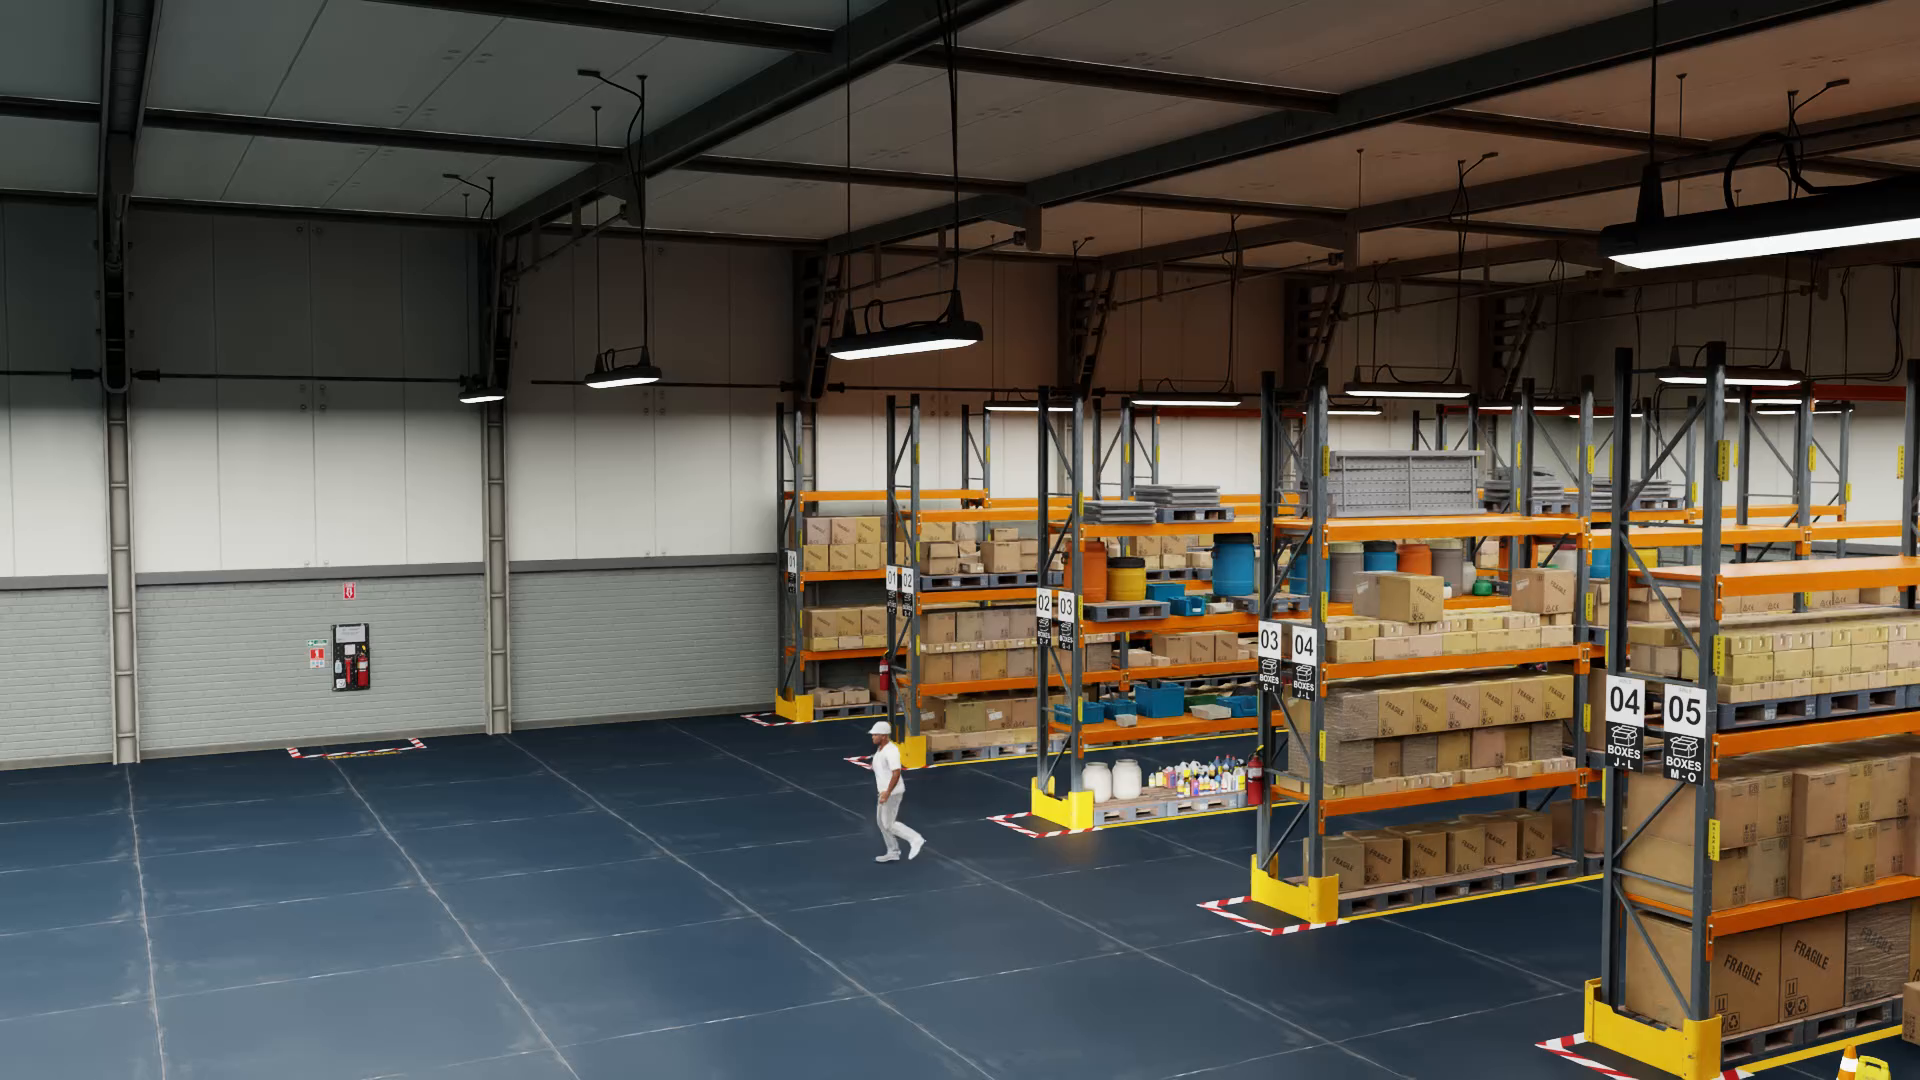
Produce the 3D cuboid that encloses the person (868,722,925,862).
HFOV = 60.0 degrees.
[{"bbox_3d":[-0.797,3.127,20.699,0.678,1.739,0.636,-1,3,-16],"label":"person"}]
